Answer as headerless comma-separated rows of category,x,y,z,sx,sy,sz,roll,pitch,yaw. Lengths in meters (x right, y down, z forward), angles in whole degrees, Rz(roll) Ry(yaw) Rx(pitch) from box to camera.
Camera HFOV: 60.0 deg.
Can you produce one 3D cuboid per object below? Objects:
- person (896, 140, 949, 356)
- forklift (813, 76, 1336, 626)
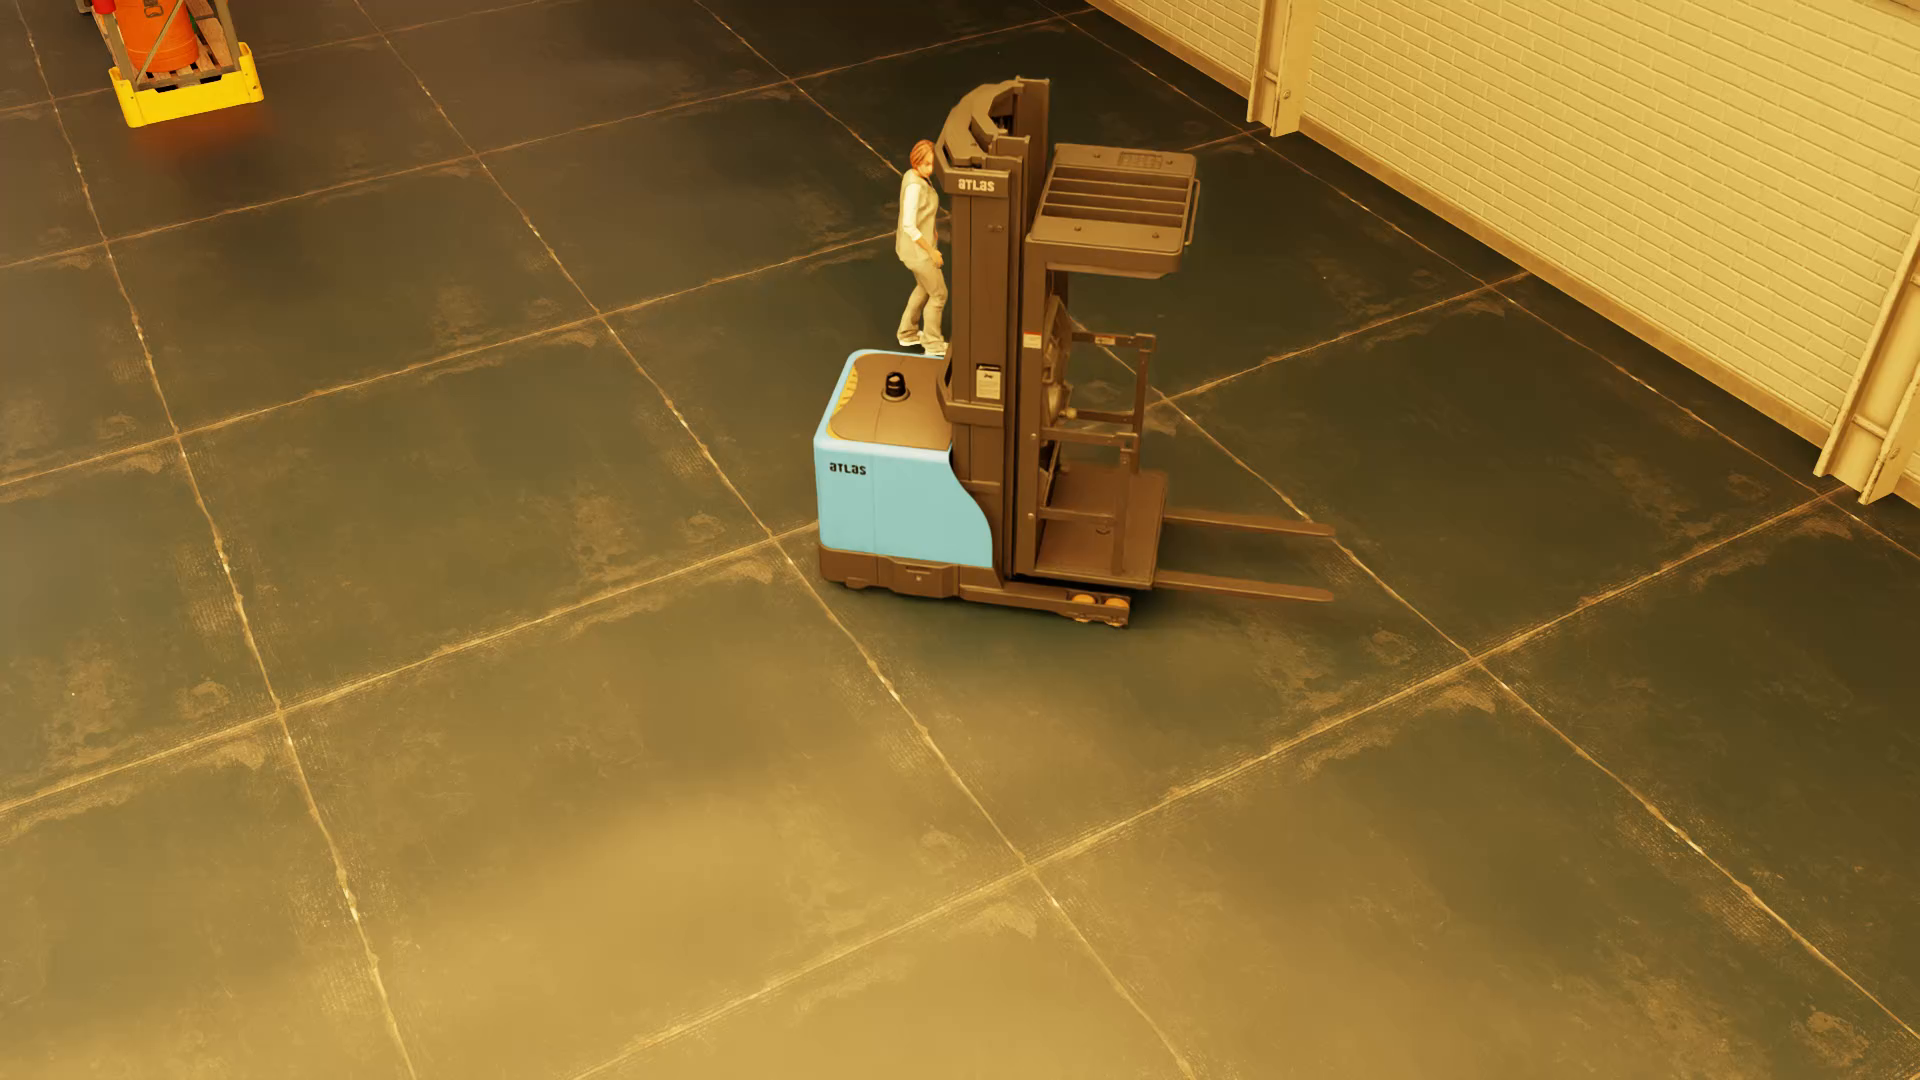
person,-0.233,-2.030,11.555,0.447,1.575,0.608,-6,40,-7
forklift,0.724,-0.994,9.234,3.031,2.935,1.130,7,40,8
